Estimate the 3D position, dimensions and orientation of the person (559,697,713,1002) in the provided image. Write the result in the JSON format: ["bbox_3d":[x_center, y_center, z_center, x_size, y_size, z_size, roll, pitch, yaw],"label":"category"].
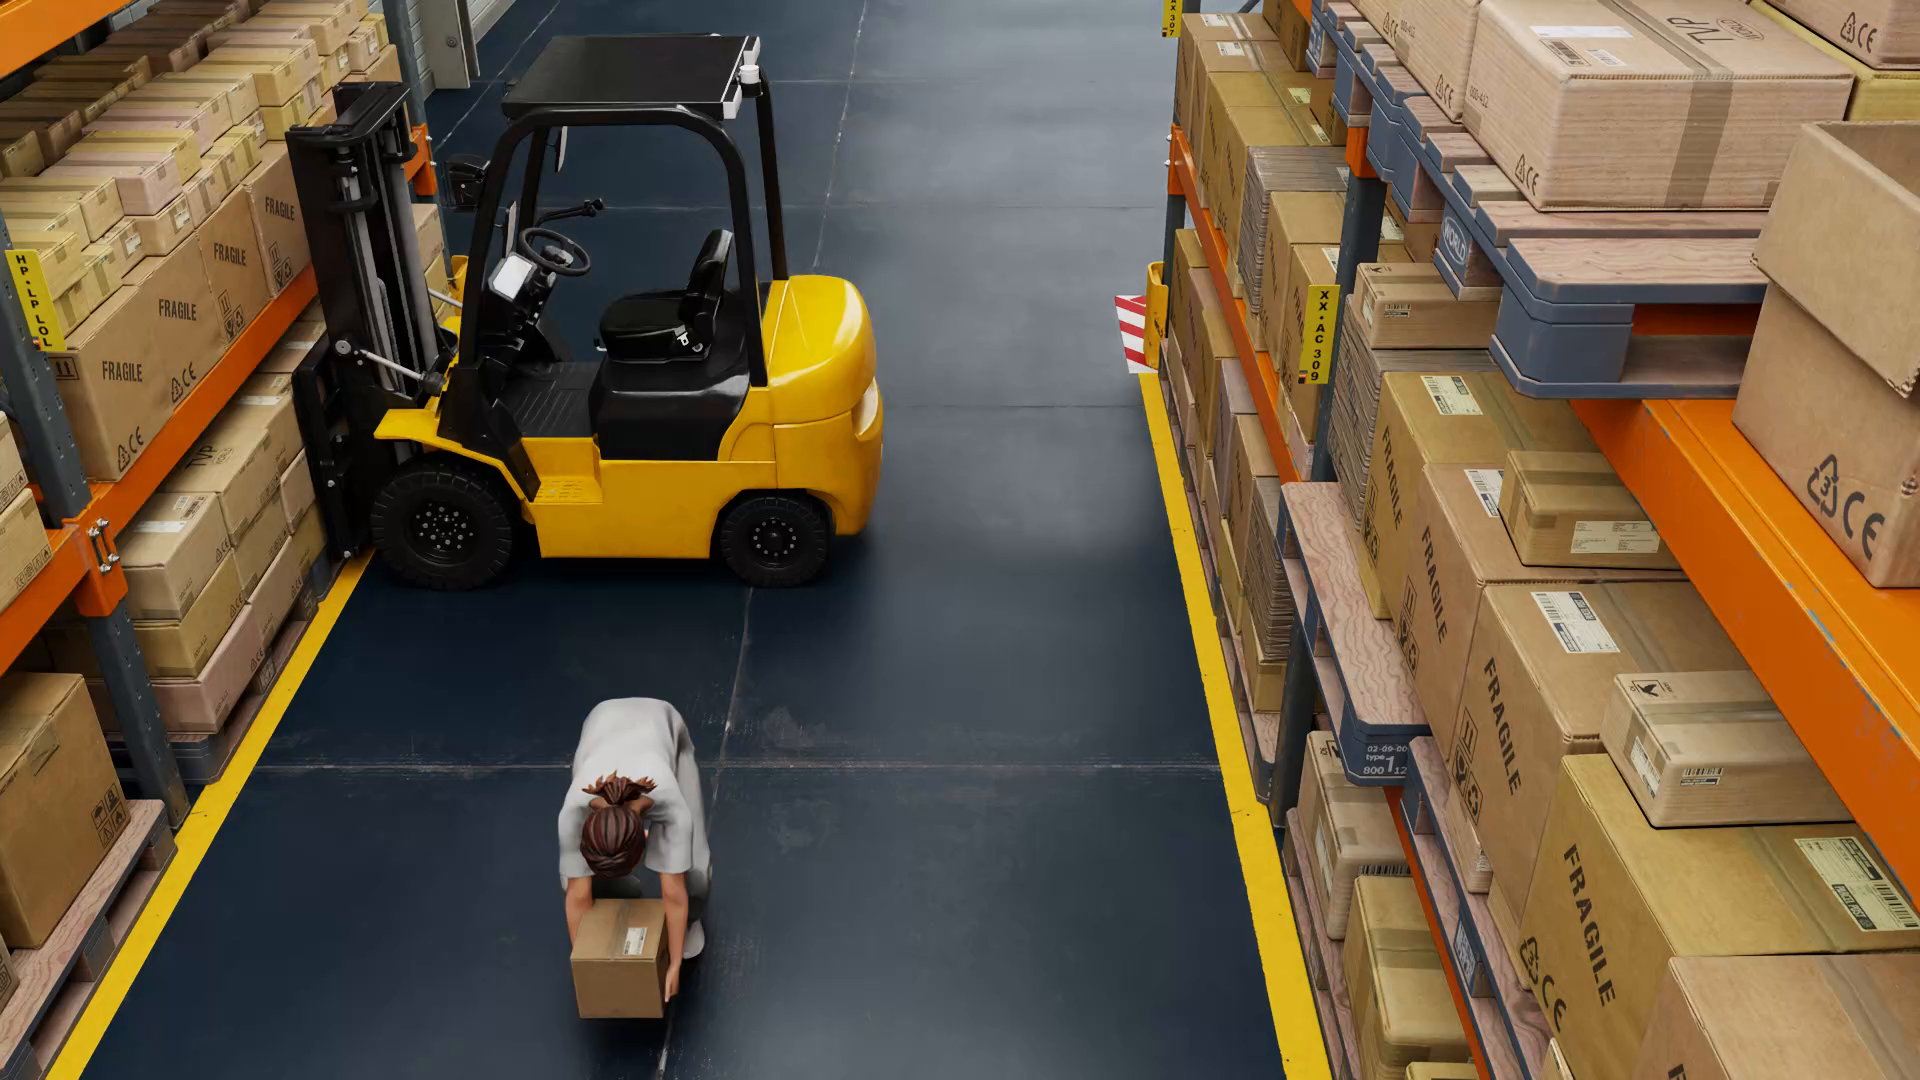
[{"bbox_3d":[-1.020,0.994,5.211,0.475,0.954,0.865,-2,32,-3],"label":"person"}]
